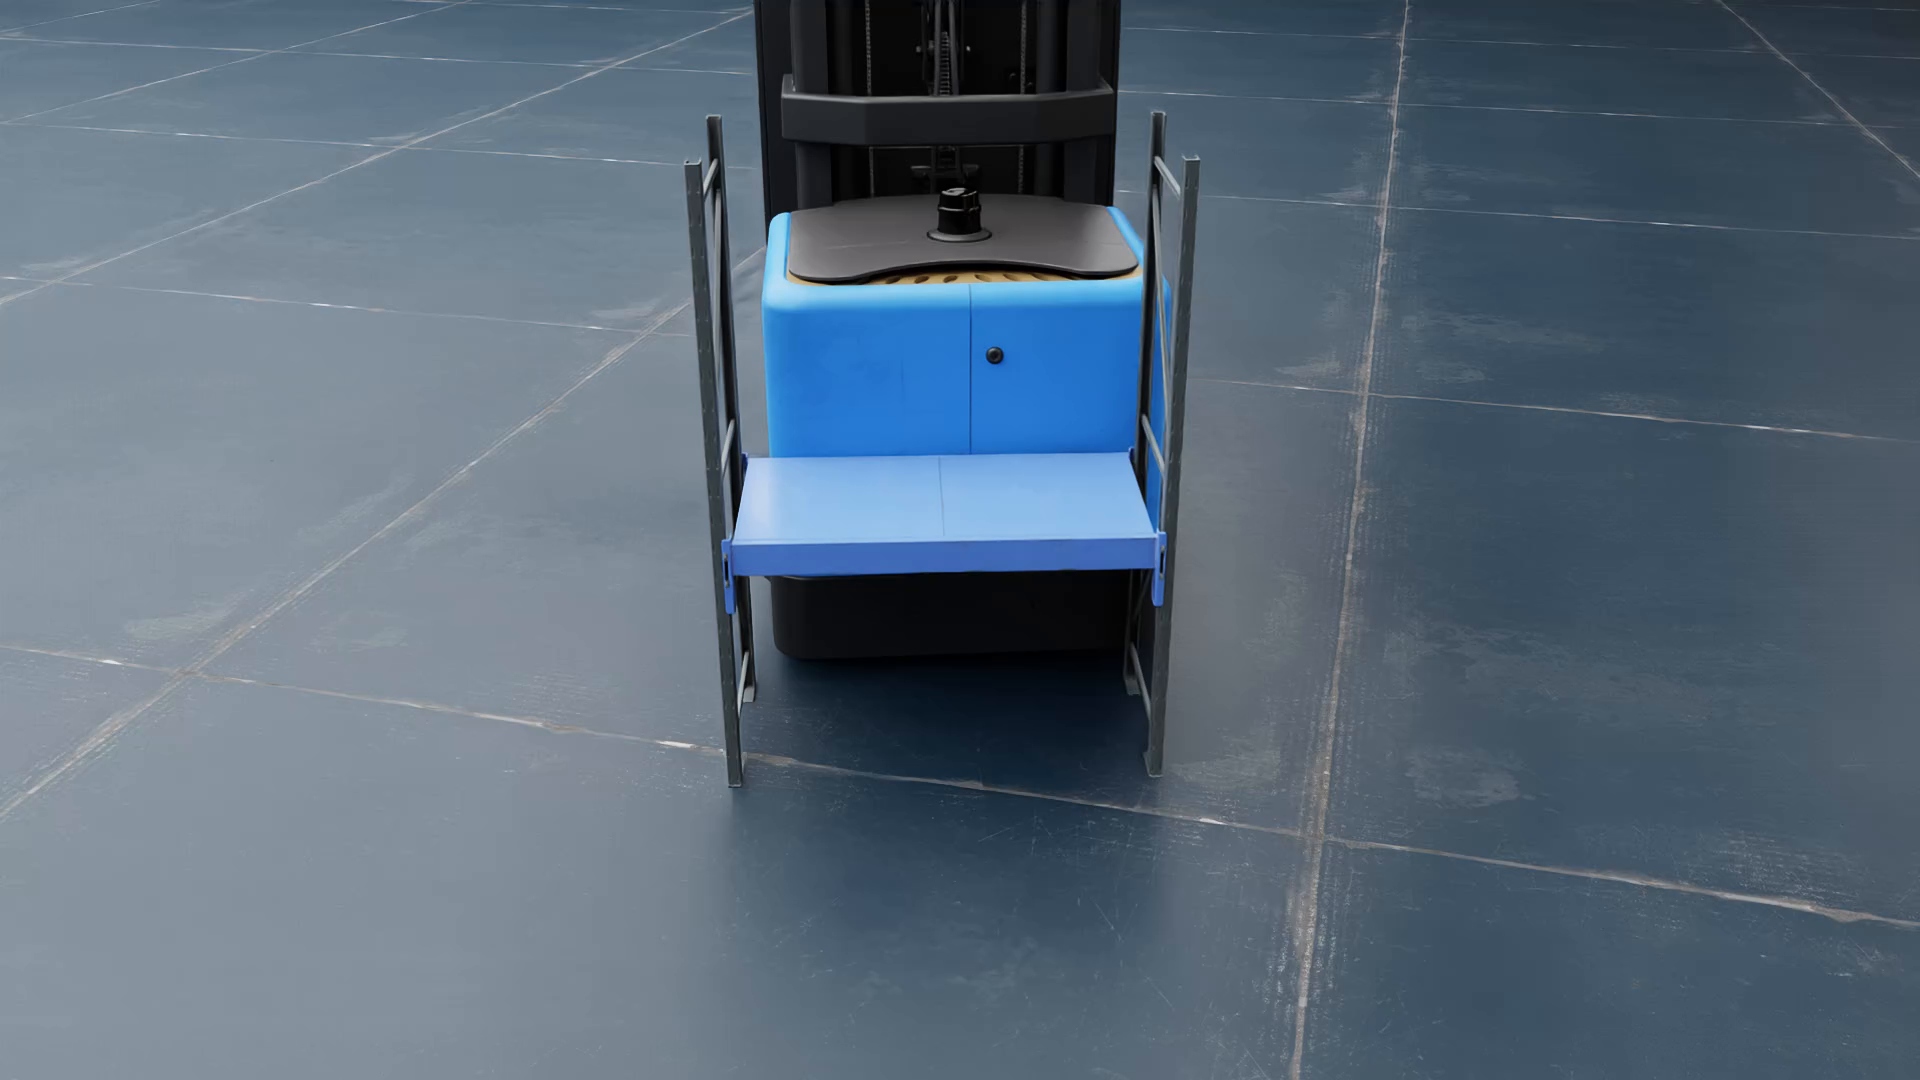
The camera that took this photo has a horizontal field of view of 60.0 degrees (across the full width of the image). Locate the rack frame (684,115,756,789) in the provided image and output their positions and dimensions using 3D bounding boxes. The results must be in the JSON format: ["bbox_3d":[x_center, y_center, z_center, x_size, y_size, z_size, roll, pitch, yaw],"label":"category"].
[{"bbox_3d":[-0.551,-0.187,3.899,0.032,1.500,0.500,-1,25,-2],"label":"rack frame"}]

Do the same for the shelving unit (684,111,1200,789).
[{"bbox_3d":[-0.043,-0.196,3.917,1.048,1.500,0.538,-1,25,-2],"label":"shelving unit"}]

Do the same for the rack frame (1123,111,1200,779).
[{"bbox_3d":[0.465,-0.205,3.935,0.032,1.500,0.500,-1,25,-2],"label":"rack frame"}]

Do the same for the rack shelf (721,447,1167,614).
[{"bbox_3d":[-0.043,-0.034,3.994,1.000,0.185,0.538,-1,25,-2],"label":"rack shelf"}]

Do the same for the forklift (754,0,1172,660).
[{"bbox_3d":[-0.085,-1.603,5.208,1.130,2.935,3.031,-2,26,-4],"label":"forklift"}]
